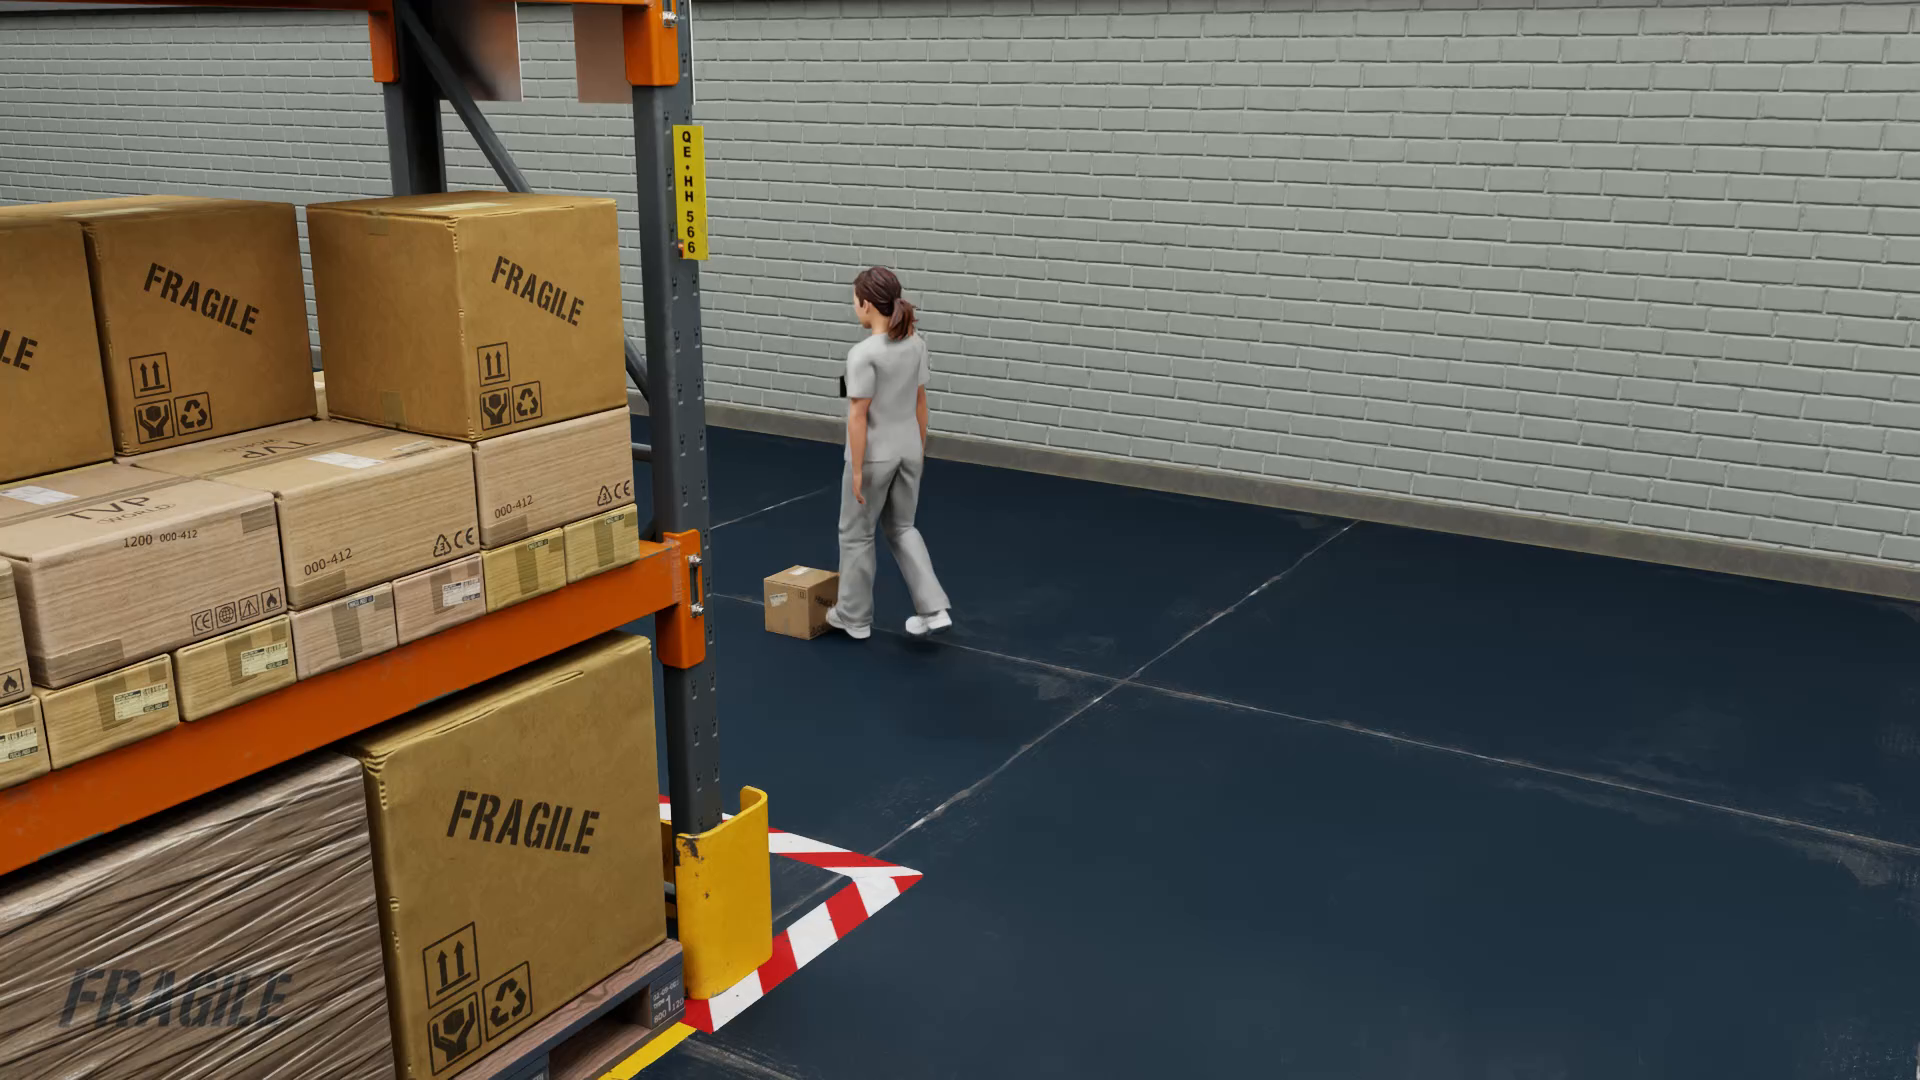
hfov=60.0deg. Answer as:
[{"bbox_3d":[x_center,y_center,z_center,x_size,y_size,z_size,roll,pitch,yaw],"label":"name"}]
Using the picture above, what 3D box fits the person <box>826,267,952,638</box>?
[{"bbox_3d":[-0.369,-0.352,7.188,0.460,1.665,0.700,-14,22,-40],"label":"person"}]
